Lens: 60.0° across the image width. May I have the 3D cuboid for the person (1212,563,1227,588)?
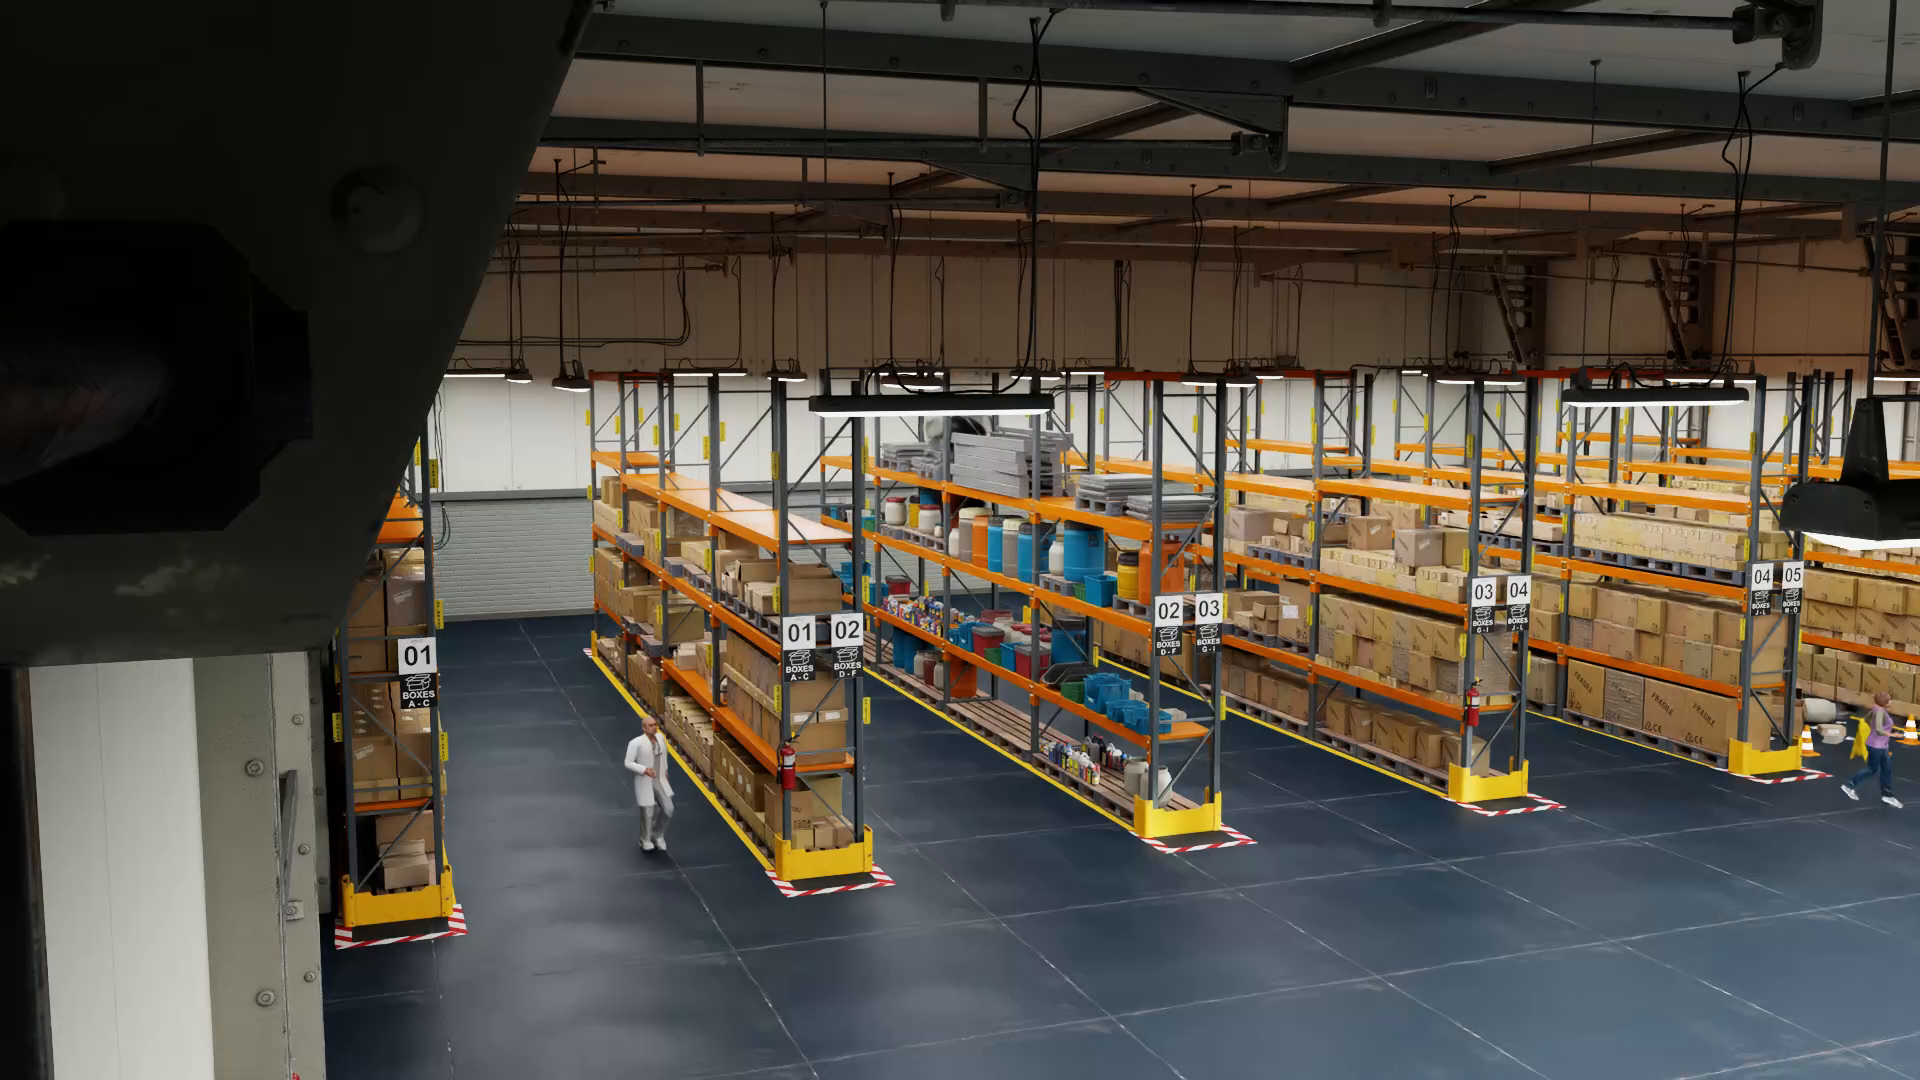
[{"bbox_3d":[5.792,1.300,37.888,0.572,1.640,0.632,-2,7,-13],"label":"person"}]

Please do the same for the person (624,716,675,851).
[{"bbox_3d":[-3.913,3.158,21.096,0.703,1.684,0.708,-5,8,-39],"label":"person"}]

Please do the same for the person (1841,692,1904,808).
[{"bbox_3d":[12.878,2.926,23.405,0.772,1.625,0.560,4,7,31],"label":"person"}]
